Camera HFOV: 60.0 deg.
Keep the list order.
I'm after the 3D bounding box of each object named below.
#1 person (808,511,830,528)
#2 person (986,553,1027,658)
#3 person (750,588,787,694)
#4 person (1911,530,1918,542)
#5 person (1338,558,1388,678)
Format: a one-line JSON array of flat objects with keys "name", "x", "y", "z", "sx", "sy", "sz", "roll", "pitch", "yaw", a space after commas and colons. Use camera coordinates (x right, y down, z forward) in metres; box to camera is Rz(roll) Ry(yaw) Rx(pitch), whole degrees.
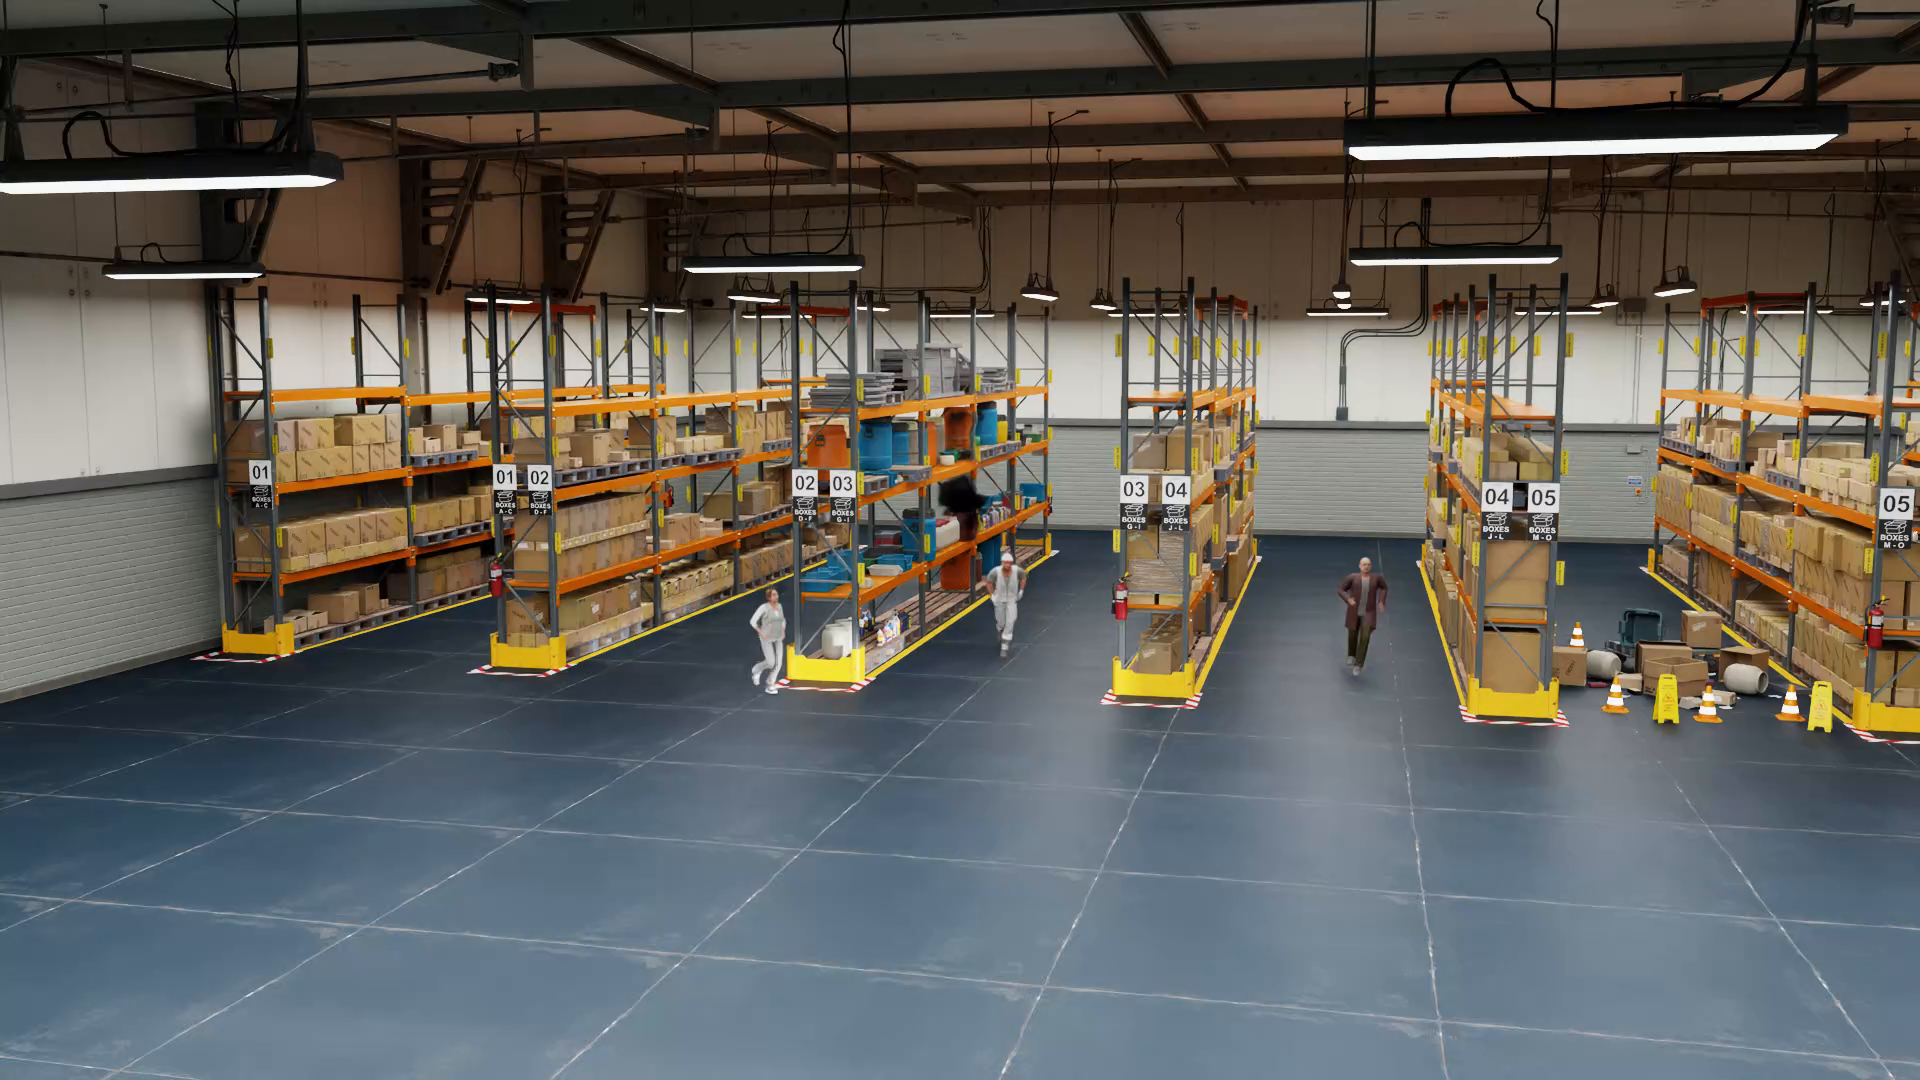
[{"name": "person", "x": -3.625, "y": -0.819, "z": 43.242, "sx": 0.925, "sy": 1.682, "sz": 0.572, "roll": 4, "pitch": 8, "yaw": 31}, {"name": "person", "x": 0.753, "y": 1.031, "z": 27.393, "sx": 0.675, "sy": 1.727, "sz": 1.013, "roll": -1, "pitch": 7, "yaw": -7}, {"name": "person", "x": -2.759, "y": 1.460, "z": 24.197, "sx": 0.585, "sy": 1.542, "sz": 0.461, "roll": -6, "pitch": 9, "yaw": -44}, {"name": "person", "x": 16.906, "y": 0.738, "z": 29.570, "sx": 0.630, "sy": 1.811, "sz": 0.827, "roll": 1, "pitch": 7, "yaw": 10}, {"name": "person", "x": 6.220, "y": 1.165, "z": 25.736, "sx": 0.749, "sy": 1.801, "sz": 1.012, "roll": 2, "pitch": 7, "yaw": 15}]
